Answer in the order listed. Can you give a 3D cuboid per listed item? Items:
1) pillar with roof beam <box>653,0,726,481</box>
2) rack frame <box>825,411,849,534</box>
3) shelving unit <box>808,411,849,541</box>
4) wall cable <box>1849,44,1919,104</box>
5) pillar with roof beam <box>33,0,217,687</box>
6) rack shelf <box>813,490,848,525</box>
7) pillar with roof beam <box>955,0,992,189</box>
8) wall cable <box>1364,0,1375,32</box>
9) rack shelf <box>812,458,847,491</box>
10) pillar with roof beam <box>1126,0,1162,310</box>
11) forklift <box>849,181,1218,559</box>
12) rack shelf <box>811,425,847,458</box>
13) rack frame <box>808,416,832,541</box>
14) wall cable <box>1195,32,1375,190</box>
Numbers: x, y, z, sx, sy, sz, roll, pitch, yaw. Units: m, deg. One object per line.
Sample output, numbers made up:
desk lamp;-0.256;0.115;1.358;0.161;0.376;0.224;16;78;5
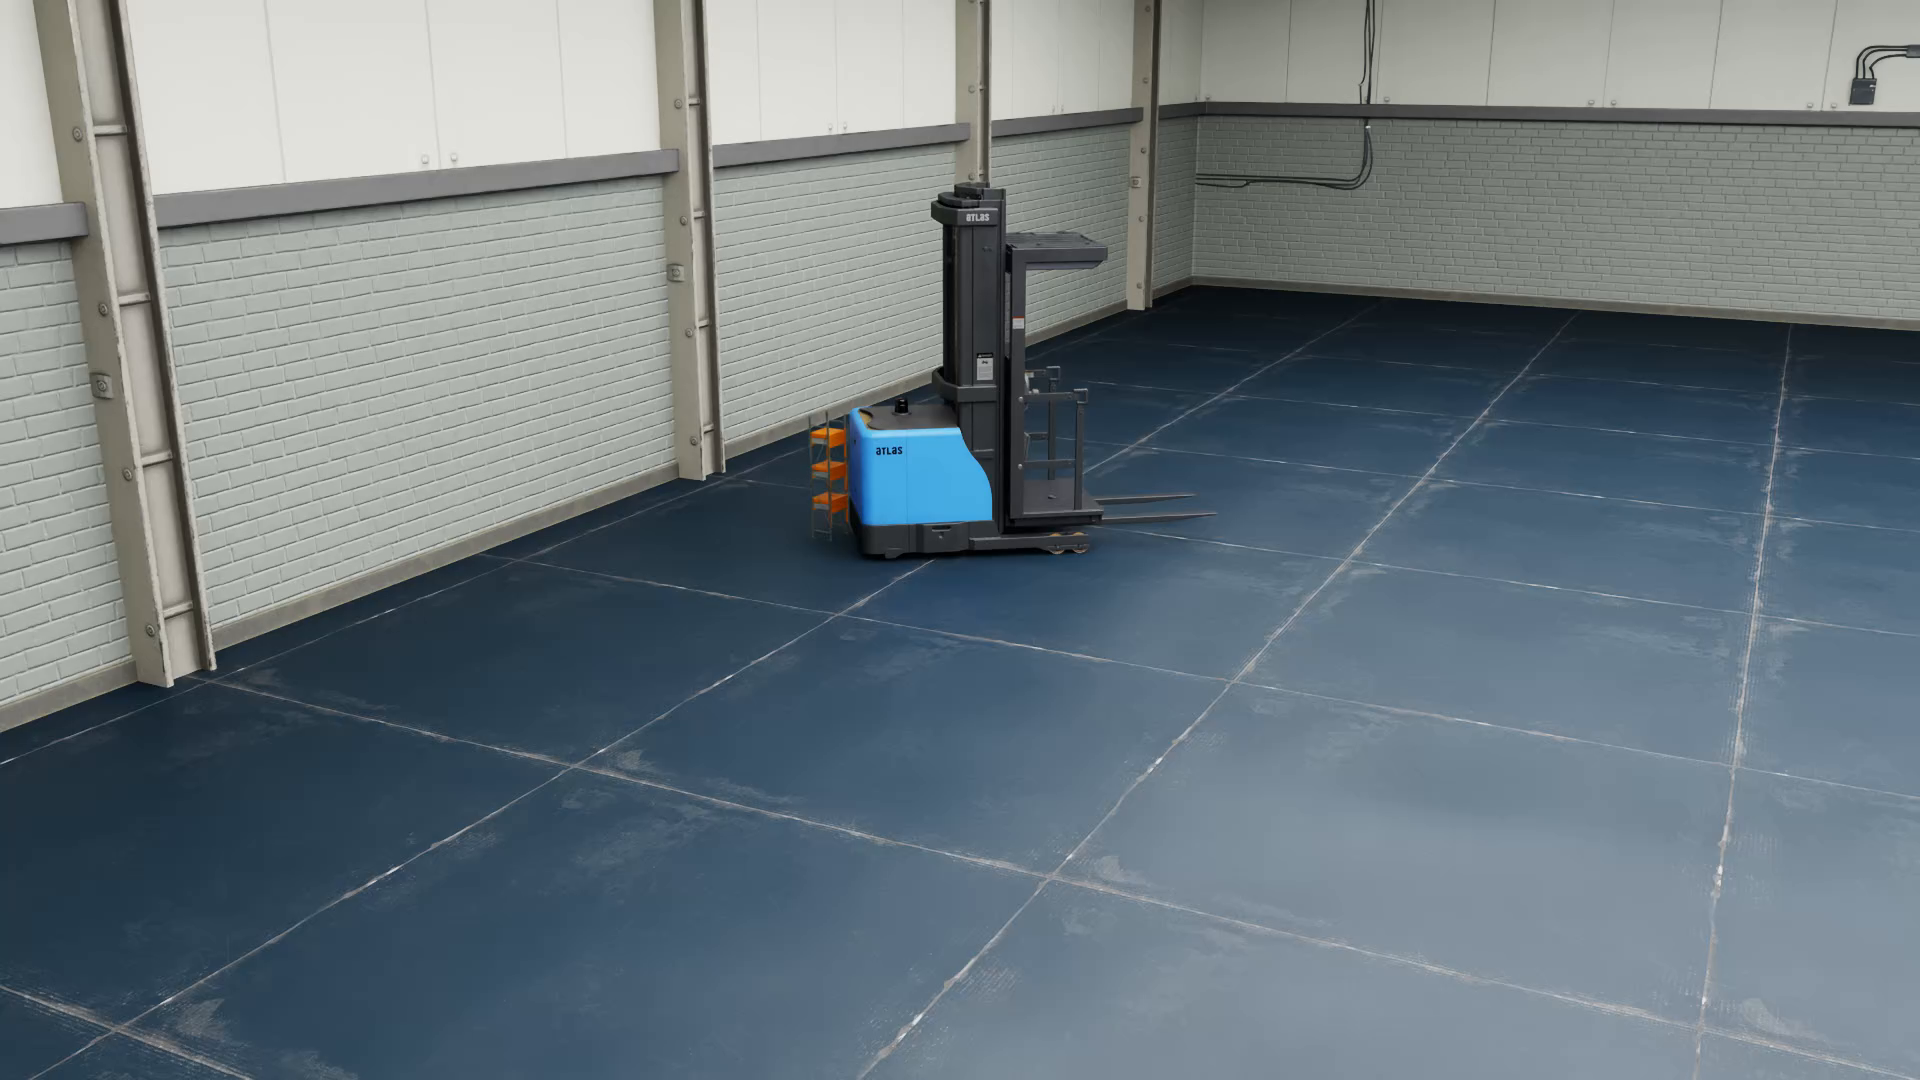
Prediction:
pillar with roof beam;1.334;-4.406;13.052;9.100;9.000;0.400;8;18;25
rack frame;-1.041;-0.567;14.087;0.200;1.050;0.008;9;19;30
shelving unit;-1.104;-0.537;13.987;0.215;1.050;0.252;9;19;30
wall cable;13.830;-9.010;22.583;2.305;6.003;0.169;8;18;25
pillar with roof beam;-1.347;-2.877;7.907;9.100;9.000;0.400;8;18;25
rack shelf;-1.102;-0.261;14.068;0.215;0.259;0.240;9;19;30
pillar with roof beam;4.015;-5.934;18.198;9.100;9.000;0.400;8;18;25
wall cable;7.765;-9.180;25.712;3.097;2.526;0.112;8;18;25
rack shelf;-1.104;-0.527;13.990;0.215;0.259;0.240;9;19;30
pillar with roof beam;6.696;-7.462;23.343;9.100;9.000;0.400;8;18;25
forklift;0.620;-1.435;13.708;3.031;2.935;1.130;-3;17;-9
rack shelf;-1.105;-0.800;13.910;0.215;0.259;0.240;9;19;30
rack frame;-1.167;-0.508;13.887;0.200;1.050;0.008;9;19;30
wall cable;5.344;-7.104;27.590;3.097;2.526;0.112;8;18;25
